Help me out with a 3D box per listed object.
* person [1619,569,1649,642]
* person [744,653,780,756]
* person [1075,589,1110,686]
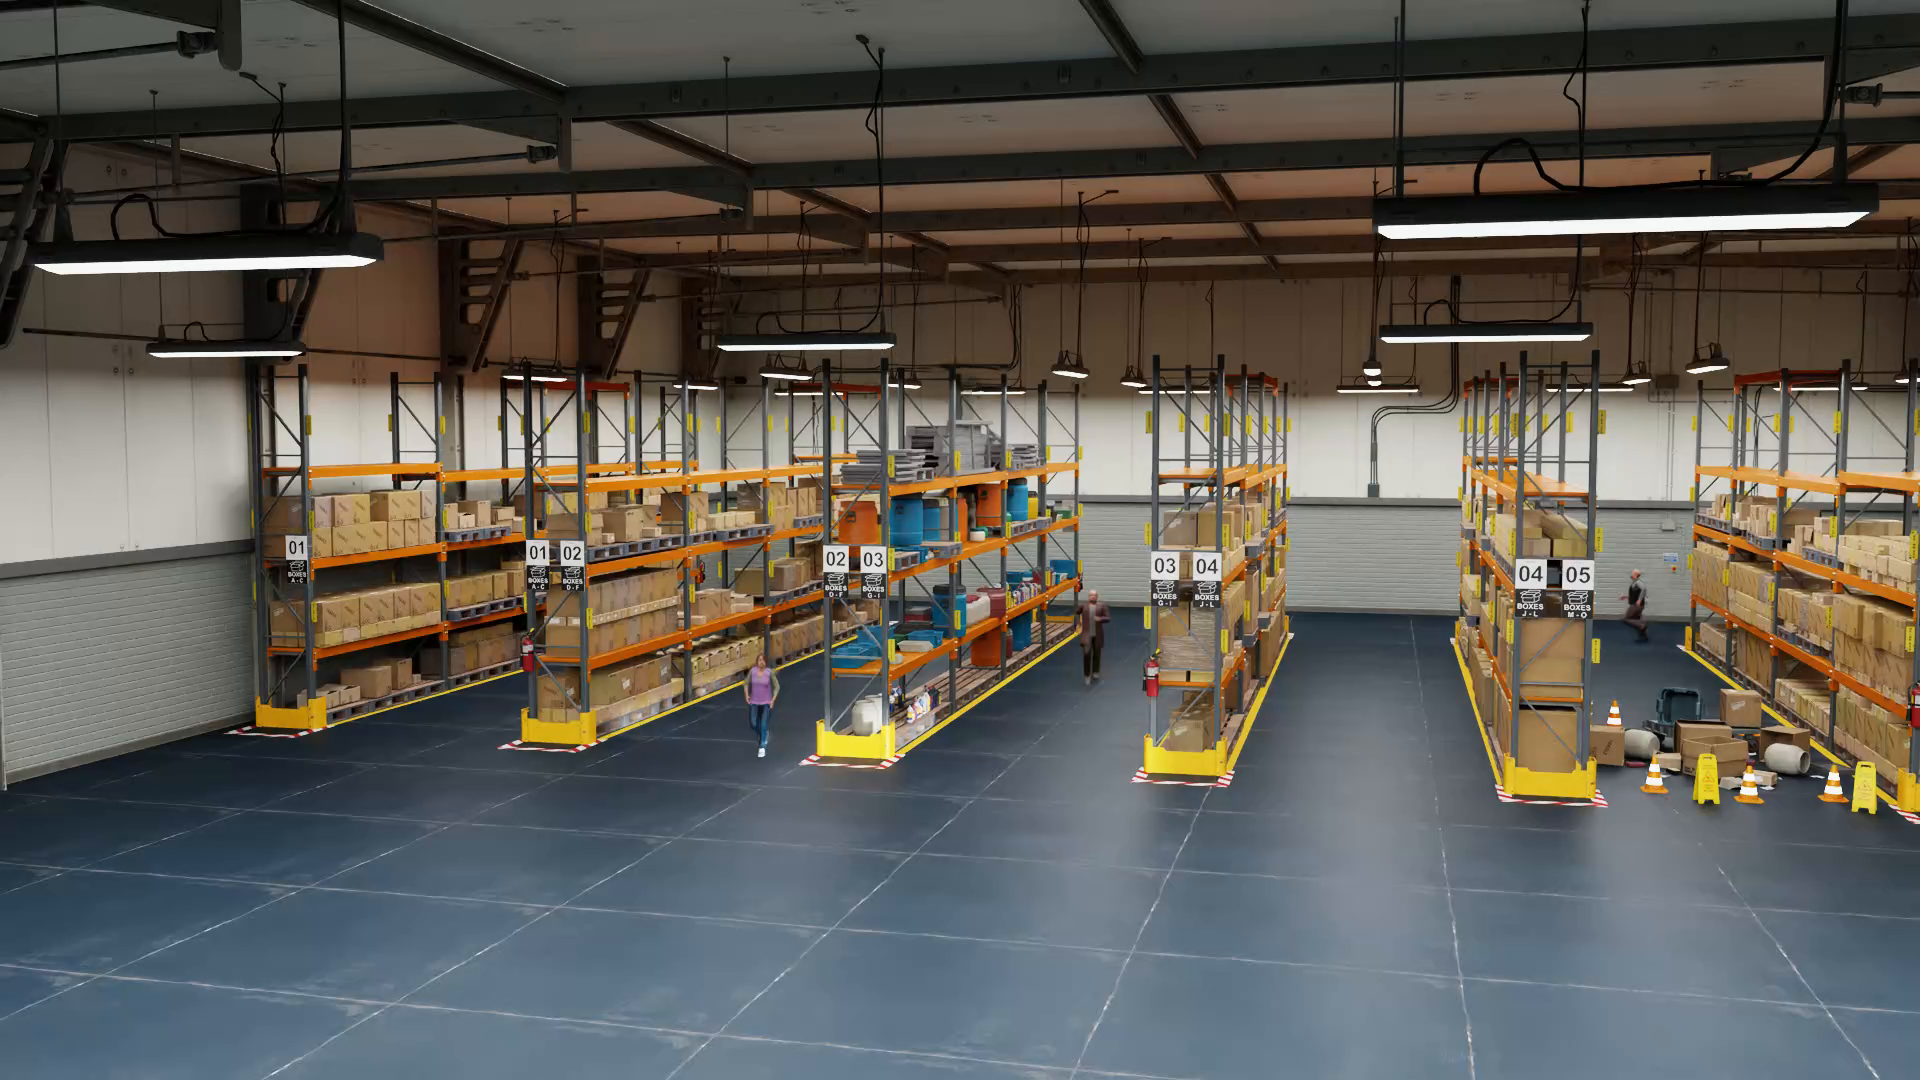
[{"bbox_3d":[15.578,1.513,38.428,0.662,1.679,0.688,2,4,25],"label":"person"},{"bbox_3d":[-3.023,2.501,25.249,0.570,1.553,0.492,0,4,6],"label":"person"},{"bbox_3d":[2.576,1.874,32.332,0.681,1.836,0.910,0,4,2],"label":"person"}]
